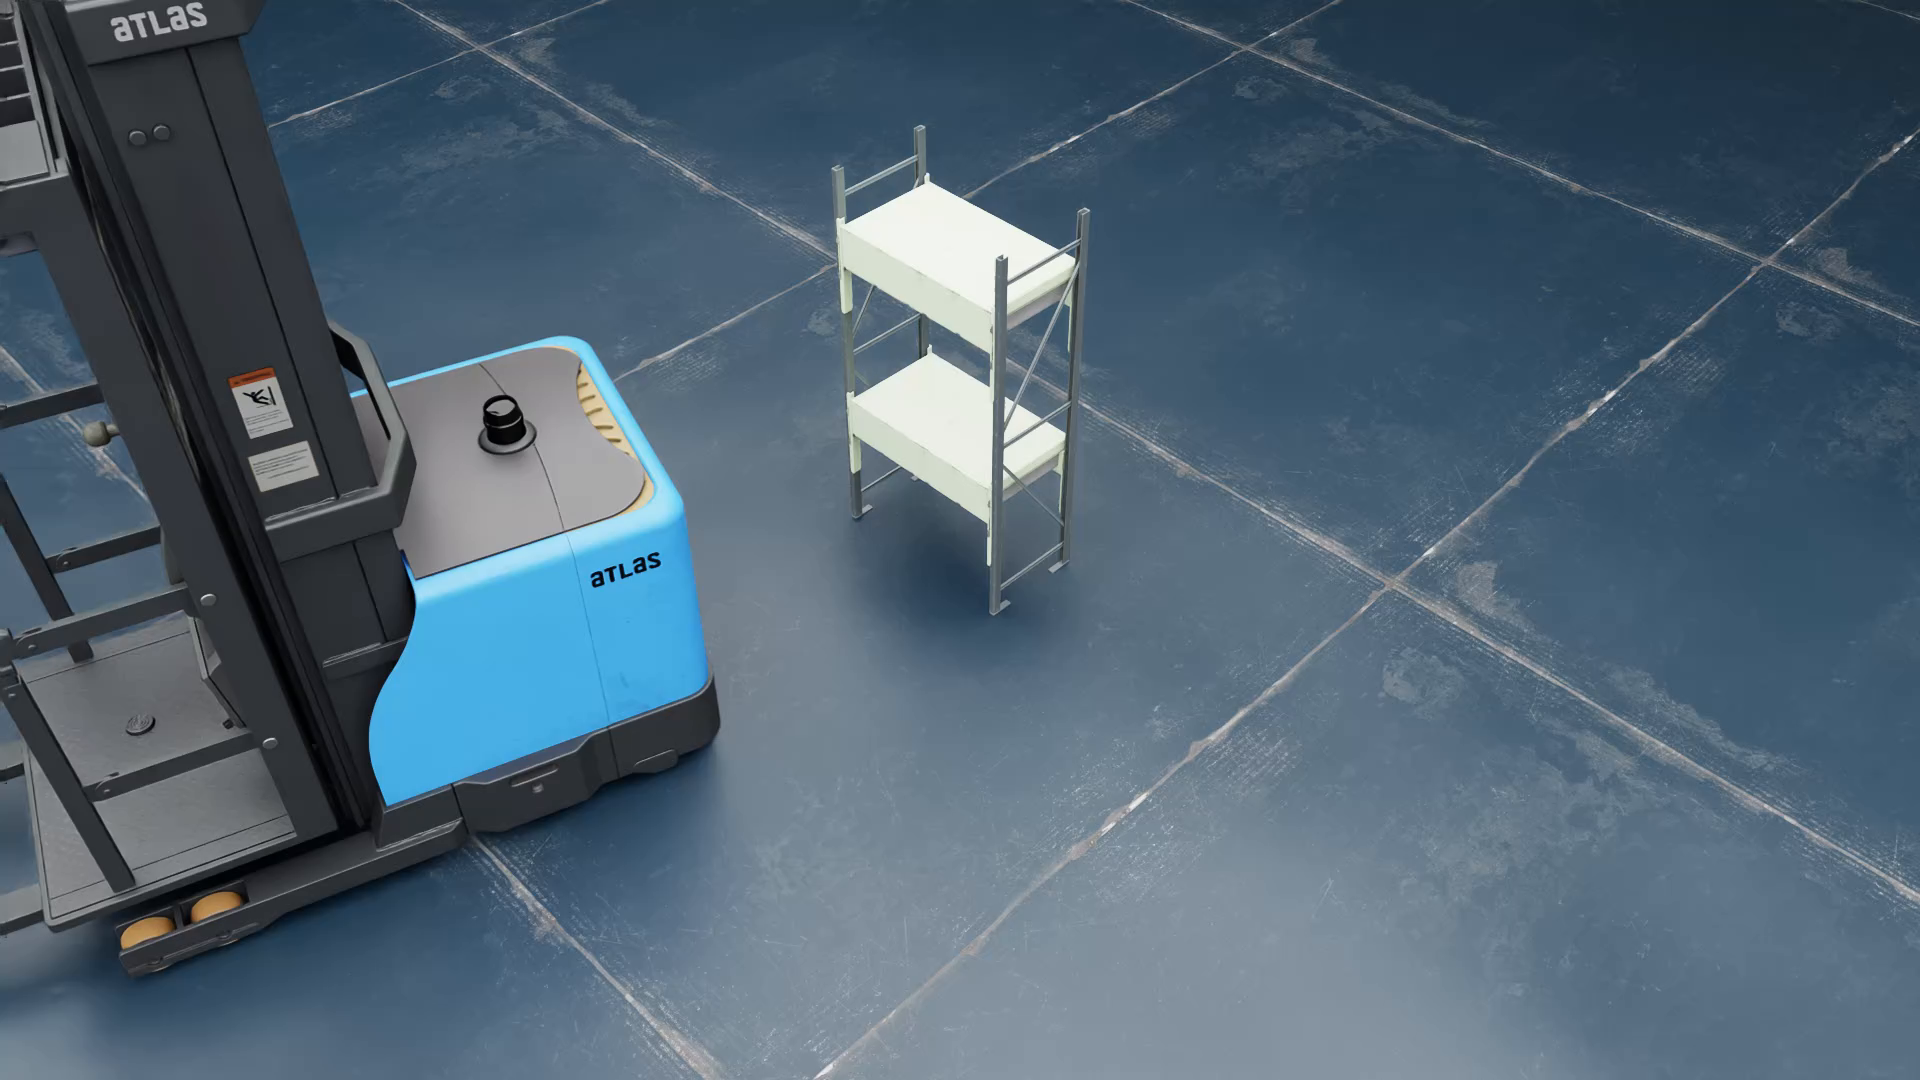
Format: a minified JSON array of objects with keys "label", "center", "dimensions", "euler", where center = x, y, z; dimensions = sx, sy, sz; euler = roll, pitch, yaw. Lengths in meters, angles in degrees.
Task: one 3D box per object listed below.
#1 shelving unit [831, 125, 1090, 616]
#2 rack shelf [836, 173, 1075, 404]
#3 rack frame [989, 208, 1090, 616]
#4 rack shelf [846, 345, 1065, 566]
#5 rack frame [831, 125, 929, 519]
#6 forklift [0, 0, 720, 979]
[{"label":"shelving unit","center":[-0.005,-0.554,5.744],"dimensions":[0.431,1.500,0.755],"euler":[-34,53,-31]},{"label":"rack shelf","center":[-0.005,-0.841,5.480],"dimensions":[0.431,0.370,0.720],"euler":[-34,53,-31]},{"label":"rack frame","center":[0.254,-0.378,5.554],"dimensions":[0.400,1.500,0.023],"euler":[-34,53,-31]},{"label":"rack shelf","center":[-0.005,-0.315,5.966],"dimensions":[0.431,0.370,0.720],"euler":[-34,53,-31]},{"label":"rack frame","center":[-0.263,-0.730,5.935],"dimensions":[0.400,1.500,0.023],"euler":[-34,53,-31]},{"label":"forklift","center":[-2.339,-0.223,4.332],"dimensions":[3.031,2.935,1.130],"euler":[-19,46,-20]}]
